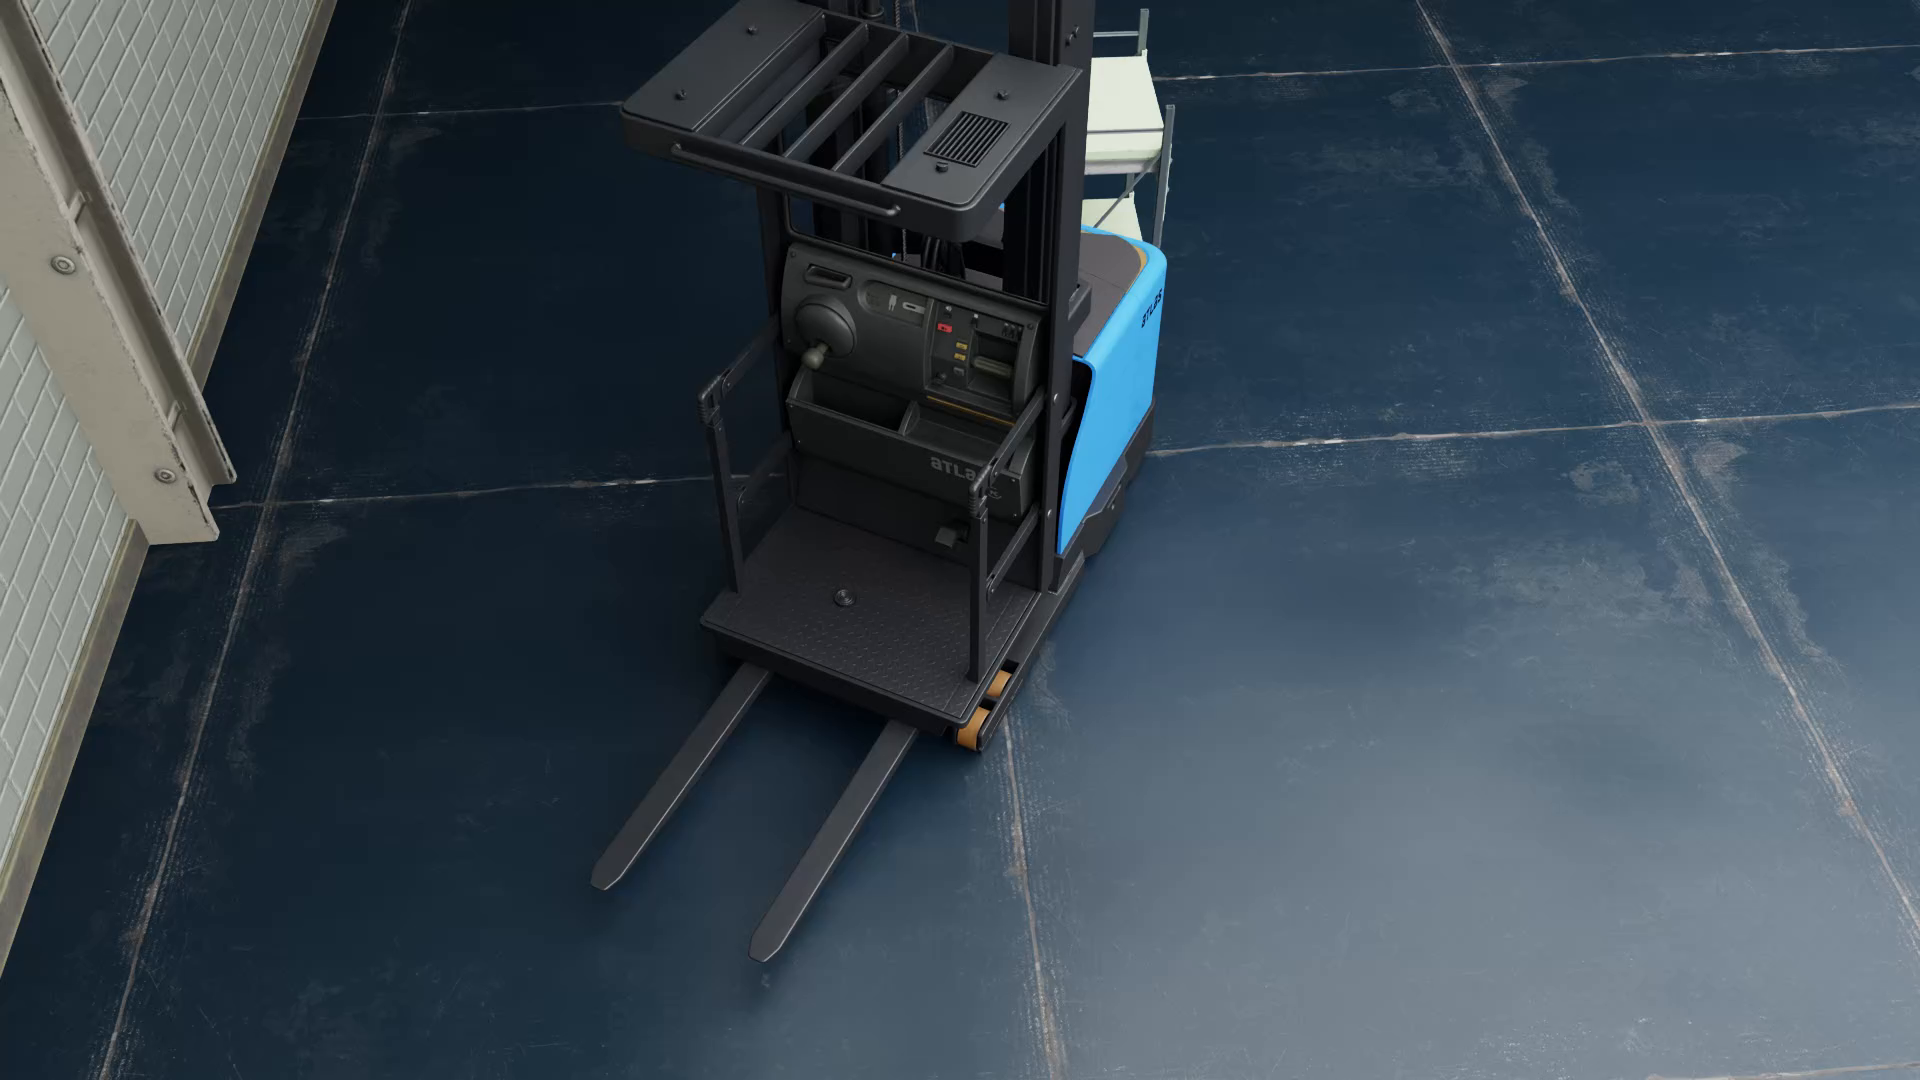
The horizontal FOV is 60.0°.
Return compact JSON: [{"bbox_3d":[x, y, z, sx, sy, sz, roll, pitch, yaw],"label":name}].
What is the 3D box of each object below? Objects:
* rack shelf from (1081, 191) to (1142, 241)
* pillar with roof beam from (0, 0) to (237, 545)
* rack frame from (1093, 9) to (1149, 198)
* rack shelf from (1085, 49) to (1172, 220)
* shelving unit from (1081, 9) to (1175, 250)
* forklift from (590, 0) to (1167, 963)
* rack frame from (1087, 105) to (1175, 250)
[{"bbox_3d":[0.605,-1.187,7.426,0.431,0.370,0.720,-2,47,-2],"label":"rack shelf"},{"bbox_3d":[1.043,-3.488,3.992,9.100,9.000,0.400,-3,47,-3],"label":"pillar with roof beam"},{"bbox_3d":[0.584,-1.676,7.441,0.400,1.500,0.023,-2,47,-2],"label":"rack frame"},{"bbox_3d":[0.605,-1.679,6.906,0.431,0.370,0.720,-2,47,-2],"label":"rack shelf"},{"bbox_3d":[0.605,-1.411,7.190,0.431,1.500,0.755,-2,47,-2],"label":"shelving unit"},{"bbox_3d":[-0.270,-0.601,5.437,1.130,2.935,3.031,19,50,17],"label":"forklift"},{"bbox_3d":[0.627,-1.145,6.938,0.400,1.500,0.023,-2,47,-2],"label":"rack frame"}]
